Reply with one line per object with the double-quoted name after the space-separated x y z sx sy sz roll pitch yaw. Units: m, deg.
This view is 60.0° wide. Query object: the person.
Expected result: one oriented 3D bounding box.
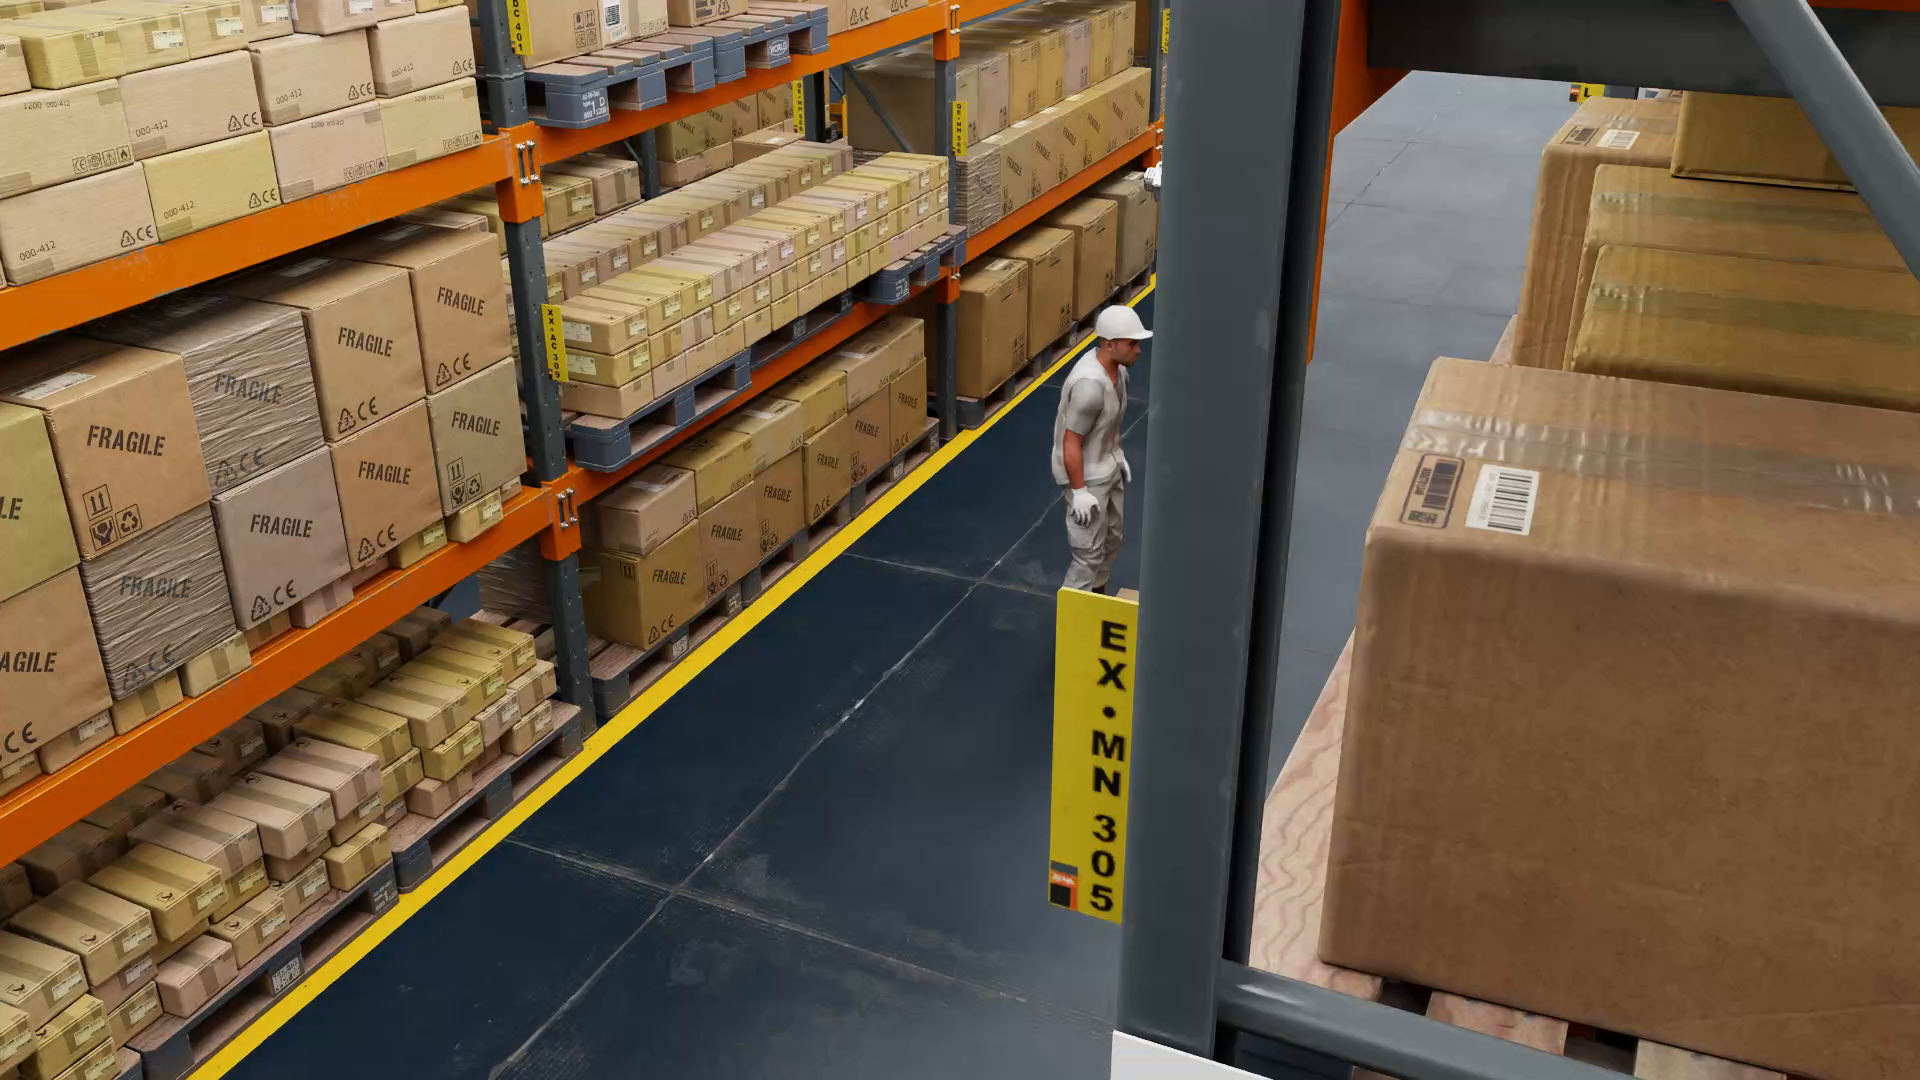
0.688 -0.299 8.211 0.452 1.778 0.606 11 28 22 "person"
